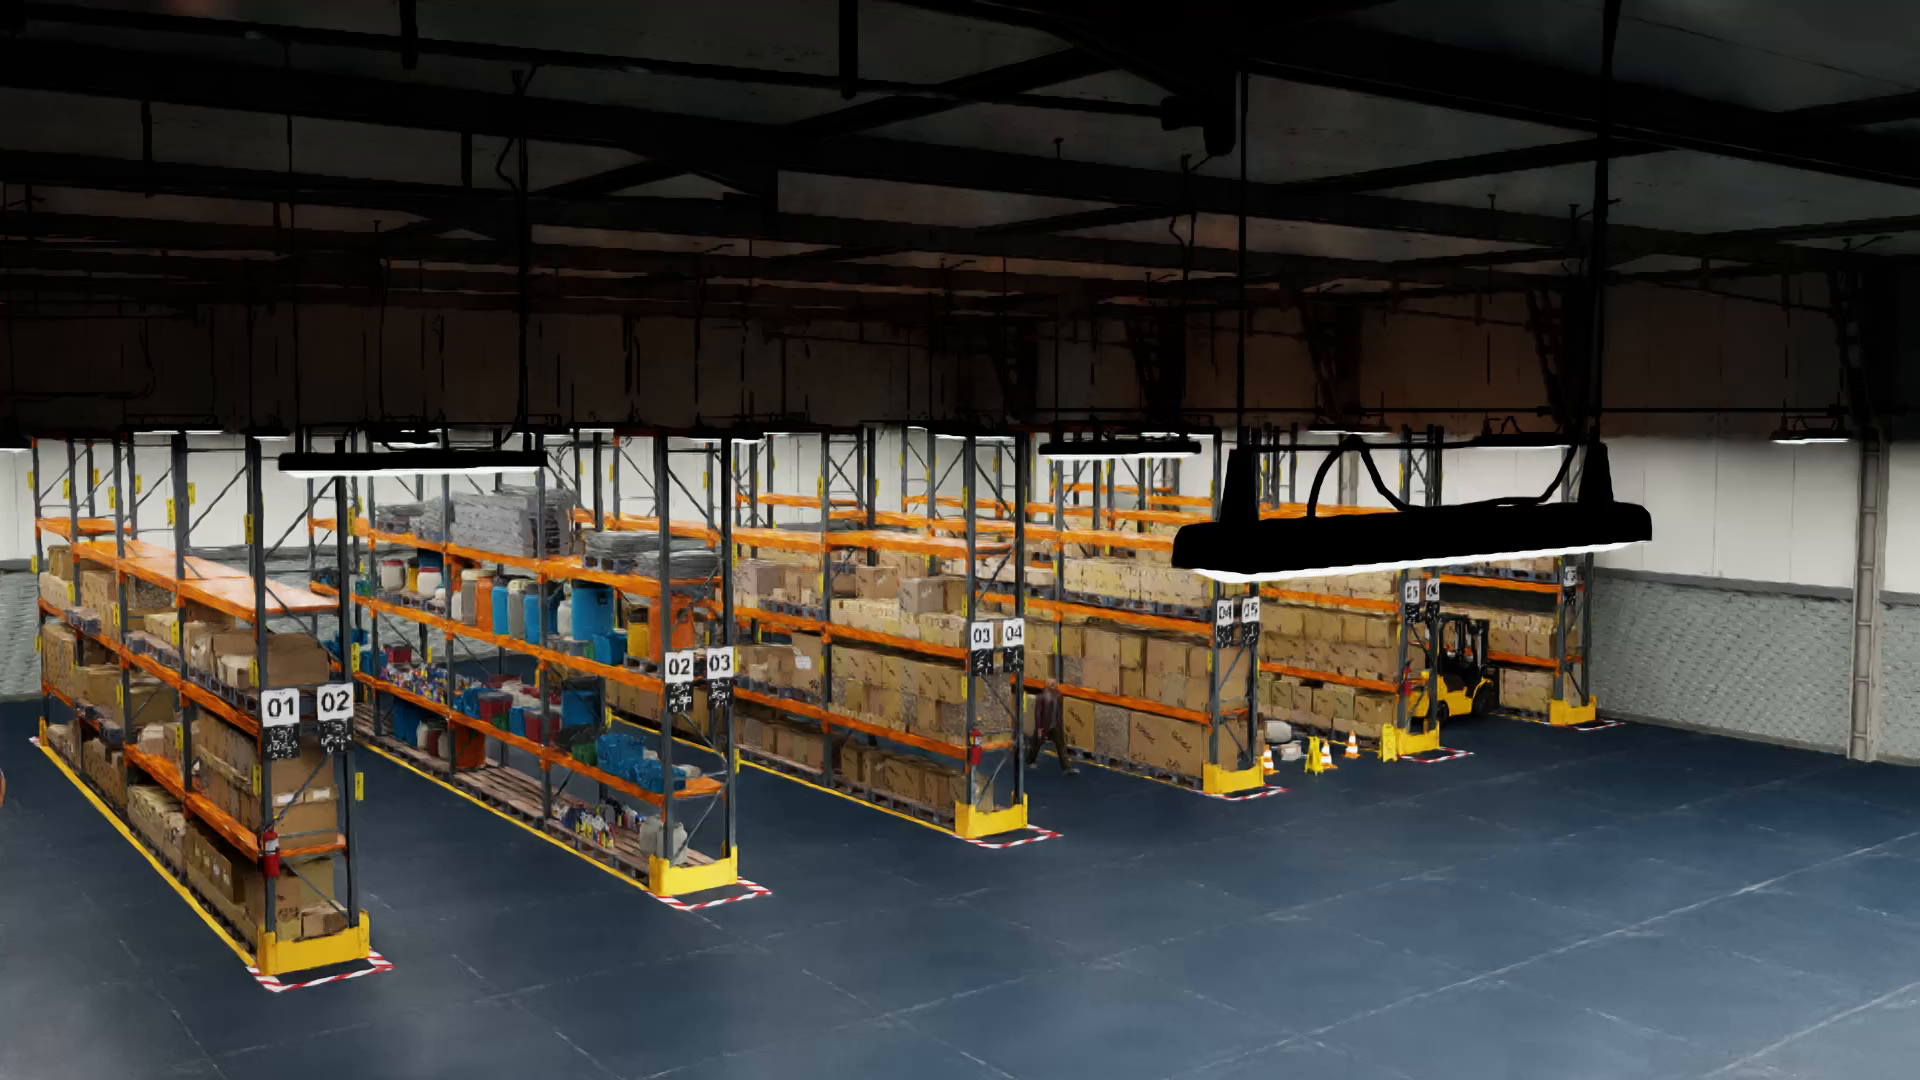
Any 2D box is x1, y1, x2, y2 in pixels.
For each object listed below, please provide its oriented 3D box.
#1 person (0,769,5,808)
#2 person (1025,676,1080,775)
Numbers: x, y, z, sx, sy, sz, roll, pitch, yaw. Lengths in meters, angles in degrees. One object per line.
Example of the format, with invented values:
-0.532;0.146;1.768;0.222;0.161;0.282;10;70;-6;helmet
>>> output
-13.806;3.702;23.443;0.625;1.596;0.517;-4;6;-38;person
1.552;3.199;28.861;0.598;1.698;1.193;-3;5;-35;person
